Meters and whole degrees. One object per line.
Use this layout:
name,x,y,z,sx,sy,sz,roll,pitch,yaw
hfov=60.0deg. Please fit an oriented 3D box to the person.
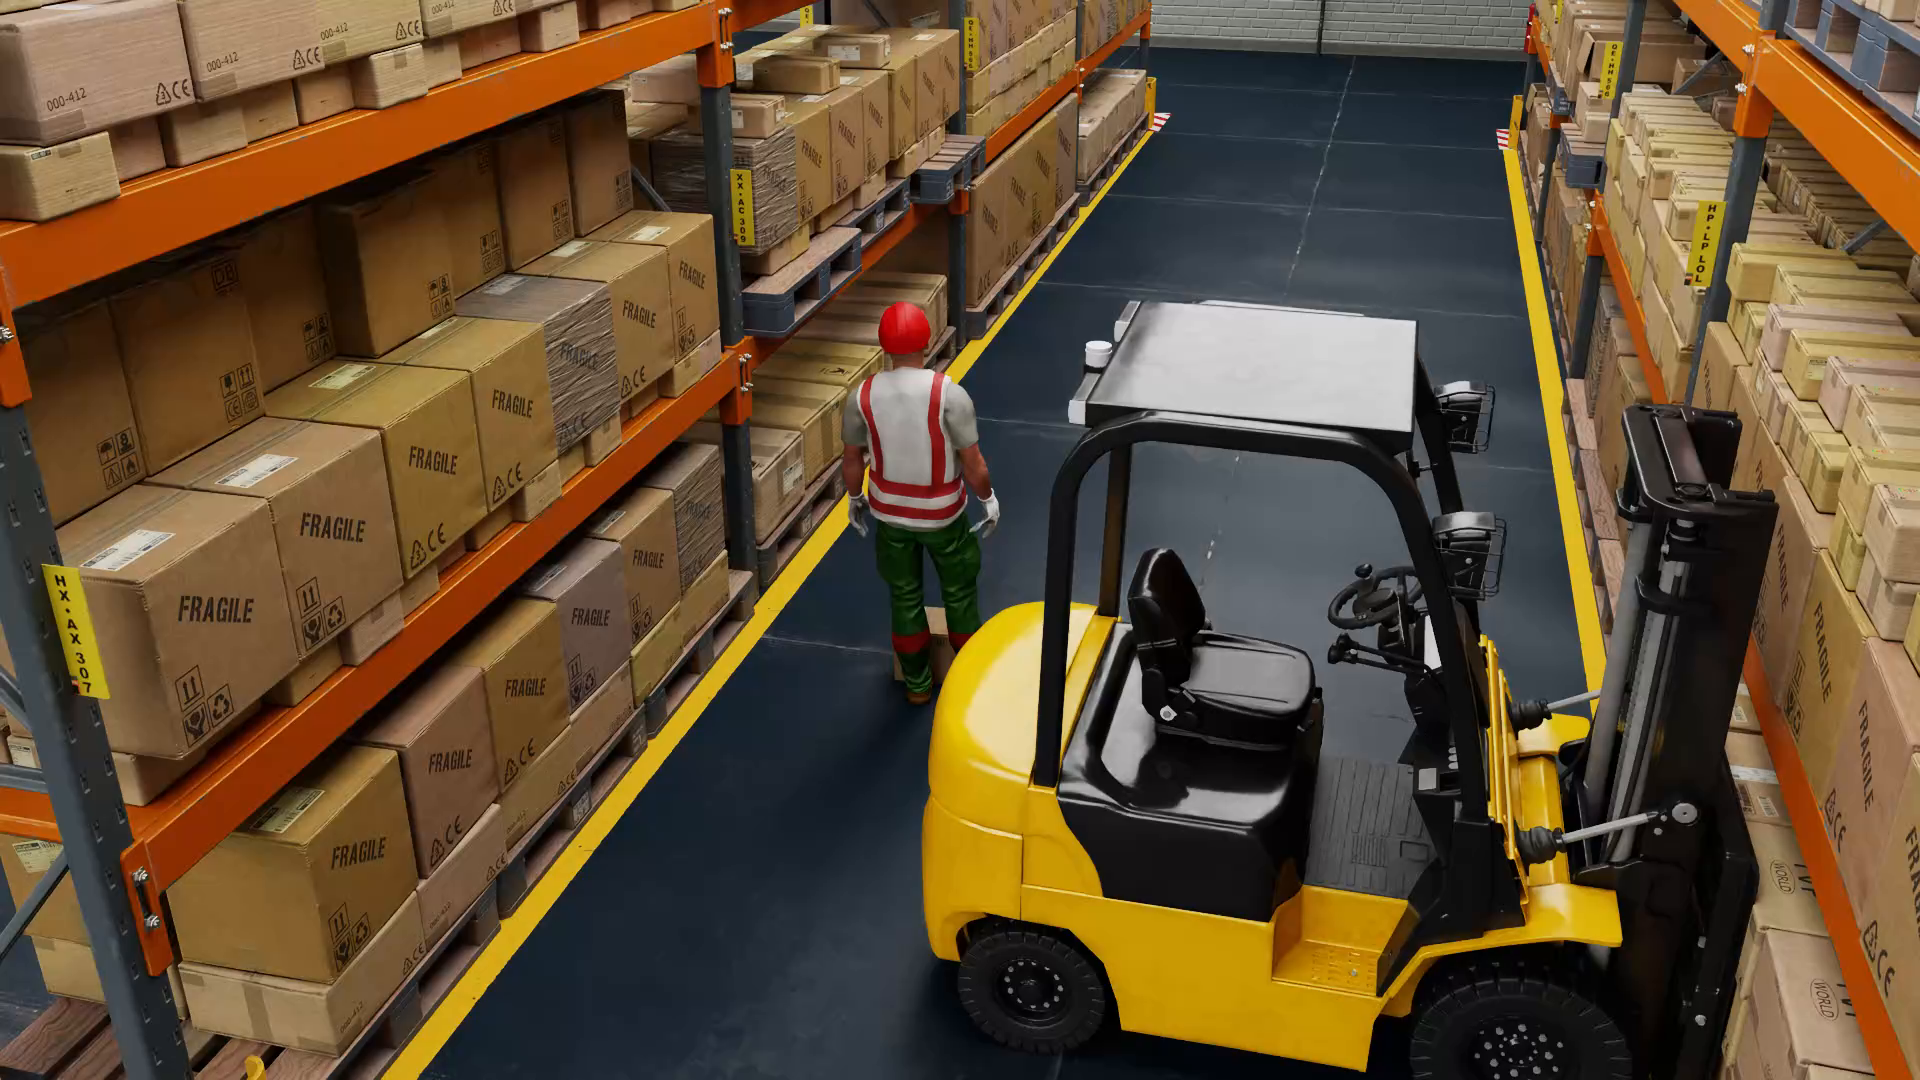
person,-0.143,-0.156,6.889,0.637,1.790,0.562,5,26,11
